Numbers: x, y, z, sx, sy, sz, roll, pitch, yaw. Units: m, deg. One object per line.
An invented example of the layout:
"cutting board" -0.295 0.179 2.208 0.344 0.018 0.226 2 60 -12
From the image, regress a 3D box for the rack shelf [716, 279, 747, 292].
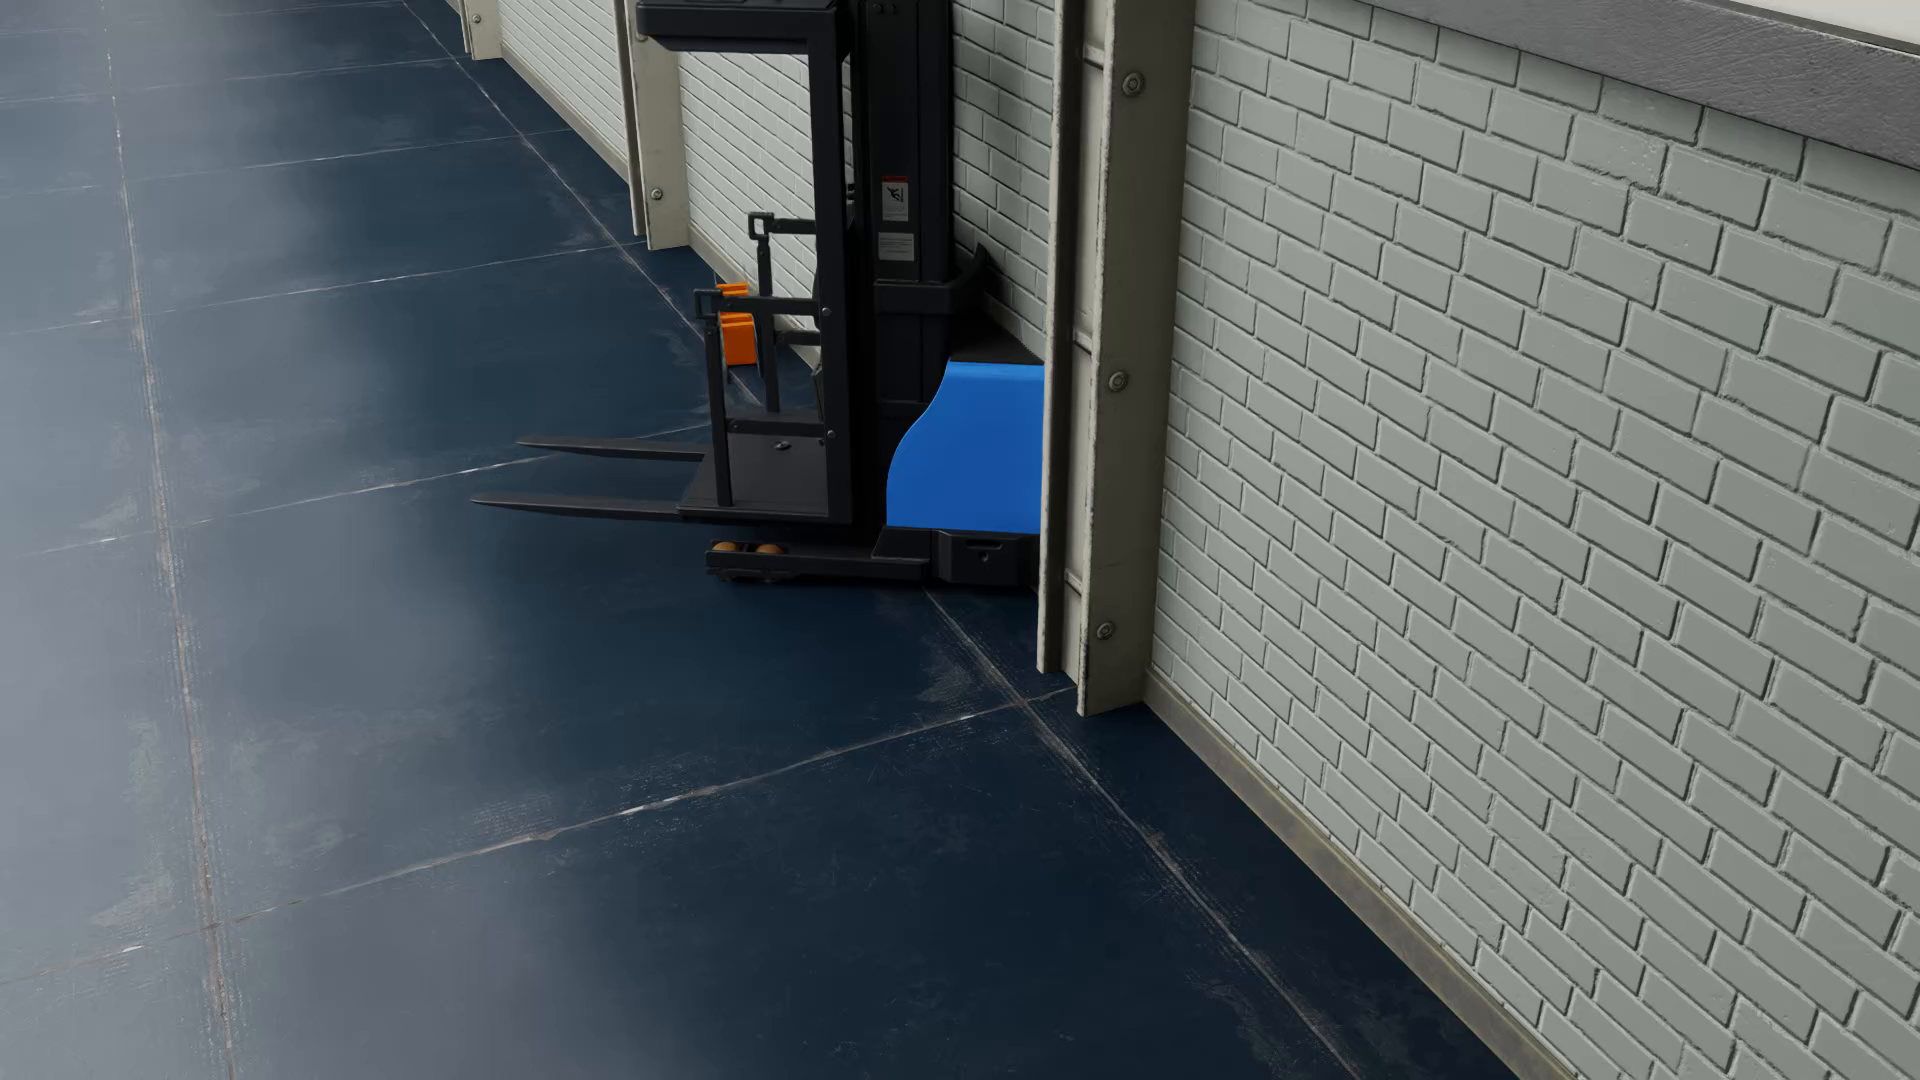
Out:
"rack shelf" -1.365 -1.431 10.004 0.180 0.258 0.103 -6 31 -8

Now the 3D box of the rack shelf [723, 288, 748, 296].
"rack shelf" -1.344 -1.371 9.903 0.180 0.258 0.103 -6 31 -8

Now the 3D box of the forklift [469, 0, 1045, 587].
"forklift" -0.708 -1.342 7.146 3.031 2.935 1.130 3 29 6

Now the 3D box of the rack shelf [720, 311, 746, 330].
"rack shelf" -1.302 -1.251 9.699 0.180 0.258 0.103 -6 31 -8

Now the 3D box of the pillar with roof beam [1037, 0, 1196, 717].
"pillar with roof beam" -3.352 -2.446 2.911 9.100 9.000 0.400 -13 32 -22

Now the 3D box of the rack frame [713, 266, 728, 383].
"rack frame" -1.405 -1.279 9.750 0.006 0.240 1.200 -6 31 -8

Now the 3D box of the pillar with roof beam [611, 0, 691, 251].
"pillar with roof beam" -5.928 -5.096 7.638 9.100 9.000 0.400 -13 32 -22

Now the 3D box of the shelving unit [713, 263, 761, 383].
"shelving unit" -1.315 -1.288 9.763 0.189 0.258 1.200 -6 31 -8

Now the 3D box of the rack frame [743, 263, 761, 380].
"rack frame" -1.225 -1.298 9.776 0.006 0.240 1.200 -6 31 -8

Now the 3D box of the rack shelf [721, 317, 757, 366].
"rack shelf" -1.261 -1.131 9.495 0.180 0.258 0.103 -6 31 -8

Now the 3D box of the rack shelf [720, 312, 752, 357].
"rack shelf" -1.281 -1.191 9.597 0.180 0.258 0.103 -6 31 -8

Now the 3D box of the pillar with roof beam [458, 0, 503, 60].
"pillar with roof beam" -8.504 -7.747 12.364 9.100 9.000 0.400 -13 32 -22
